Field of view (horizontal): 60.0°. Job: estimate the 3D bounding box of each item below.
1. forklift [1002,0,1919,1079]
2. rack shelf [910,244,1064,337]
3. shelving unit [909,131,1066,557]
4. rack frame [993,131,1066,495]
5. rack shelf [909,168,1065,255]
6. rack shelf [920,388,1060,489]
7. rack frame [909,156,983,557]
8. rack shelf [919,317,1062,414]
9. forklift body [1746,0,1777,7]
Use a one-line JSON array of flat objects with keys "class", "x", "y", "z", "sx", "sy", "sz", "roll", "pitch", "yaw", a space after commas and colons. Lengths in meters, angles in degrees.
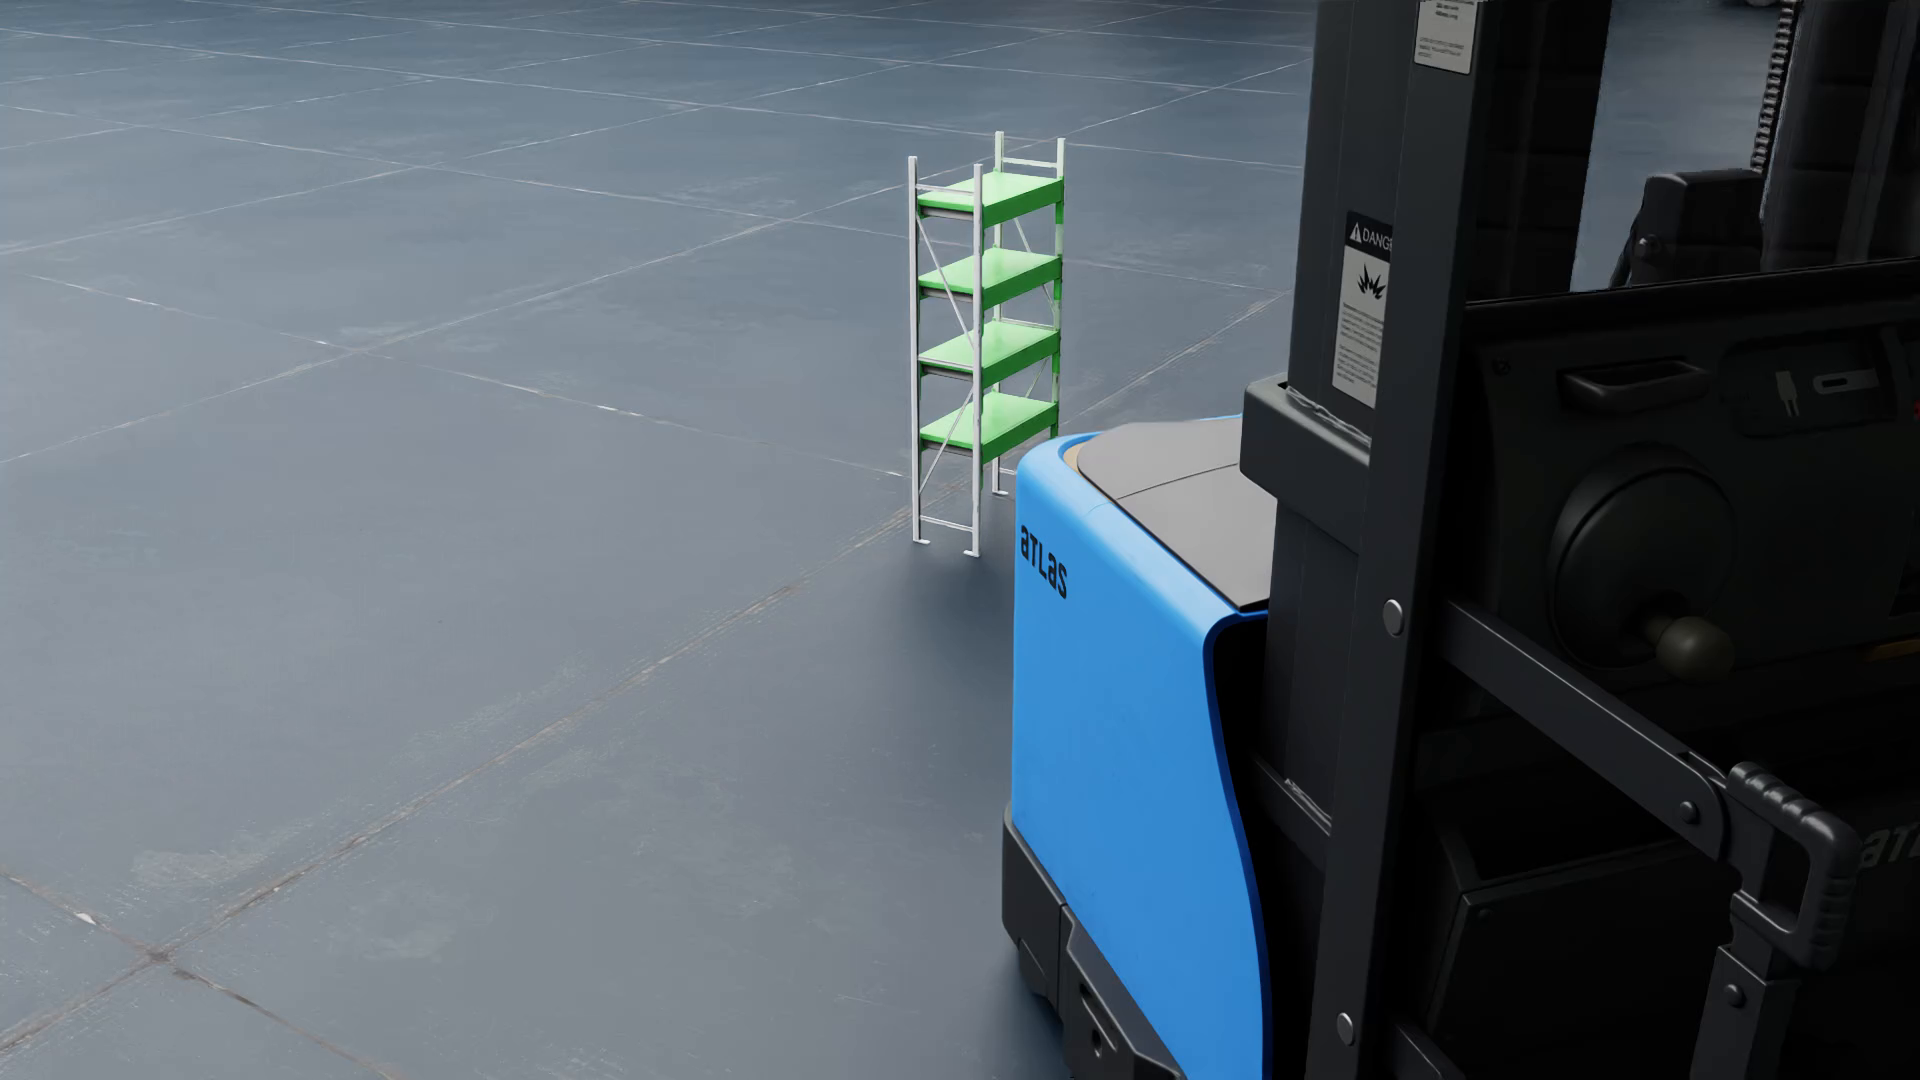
[{"class": "forklift", "x": 1.052, "y": -0.051, "z": 1.679, "sx": 1.130, "sy": 2.935, "sz": 3.031, "roll": -8, "pitch": 25, "yaw": -18}, {"class": "rack shelf", "x": 0.087, "y": -0.768, "z": 5.071, "sx": 0.258, "sy": 0.148, "sz": 0.480, "roll": 14, "pitch": 27, "yaw": 29}, {"class": "shelving unit", "x": 0.087, "y": -0.607, "z": 5.141, "sx": 0.258, "sy": 1.200, "sz": 0.503, "roll": 14, "pitch": 27, "yaw": 29}, {"class": "rack frame", "x": 0.216, "y": -0.689, "z": 5.331, "sx": 0.240, "sy": 1.200, "sz": 0.015, "roll": 14, "pitch": 27, "yaw": 29}, {"class": "rack shelf", "x": 0.087, "y": -0.988, "z": 4.975, "sx": 0.258, "sy": 0.148, "sz": 0.480, "roll": 14, "pitch": 27, "yaw": 29}, {"class": "rack shelf", "x": 0.087, "y": -0.328, "z": 5.261, "sx": 0.258, "sy": 0.148, "sz": 0.480, "roll": 14, "pitch": 27, "yaw": 29}, {"class": "rack frame", "x": -0.041, "y": -0.524, "z": 4.950, "sx": 0.240, "sy": 1.200, "sz": 0.015, "roll": 14, "pitch": 27, "yaw": 29}, {"class": "rack shelf", "x": 0.087, "y": -0.548, "z": 5.166, "sx": 0.258, "sy": 0.148, "sz": 0.480, "roll": 14, "pitch": 27, "yaw": 29}, {"class": "forklift body", "x": 10.615, "y": -7.522, "z": 19.917, "sx": 2.313, "sy": 2.155, "sz": 1.214, "roll": 14, "pitch": 27, "yaw": 29}]
